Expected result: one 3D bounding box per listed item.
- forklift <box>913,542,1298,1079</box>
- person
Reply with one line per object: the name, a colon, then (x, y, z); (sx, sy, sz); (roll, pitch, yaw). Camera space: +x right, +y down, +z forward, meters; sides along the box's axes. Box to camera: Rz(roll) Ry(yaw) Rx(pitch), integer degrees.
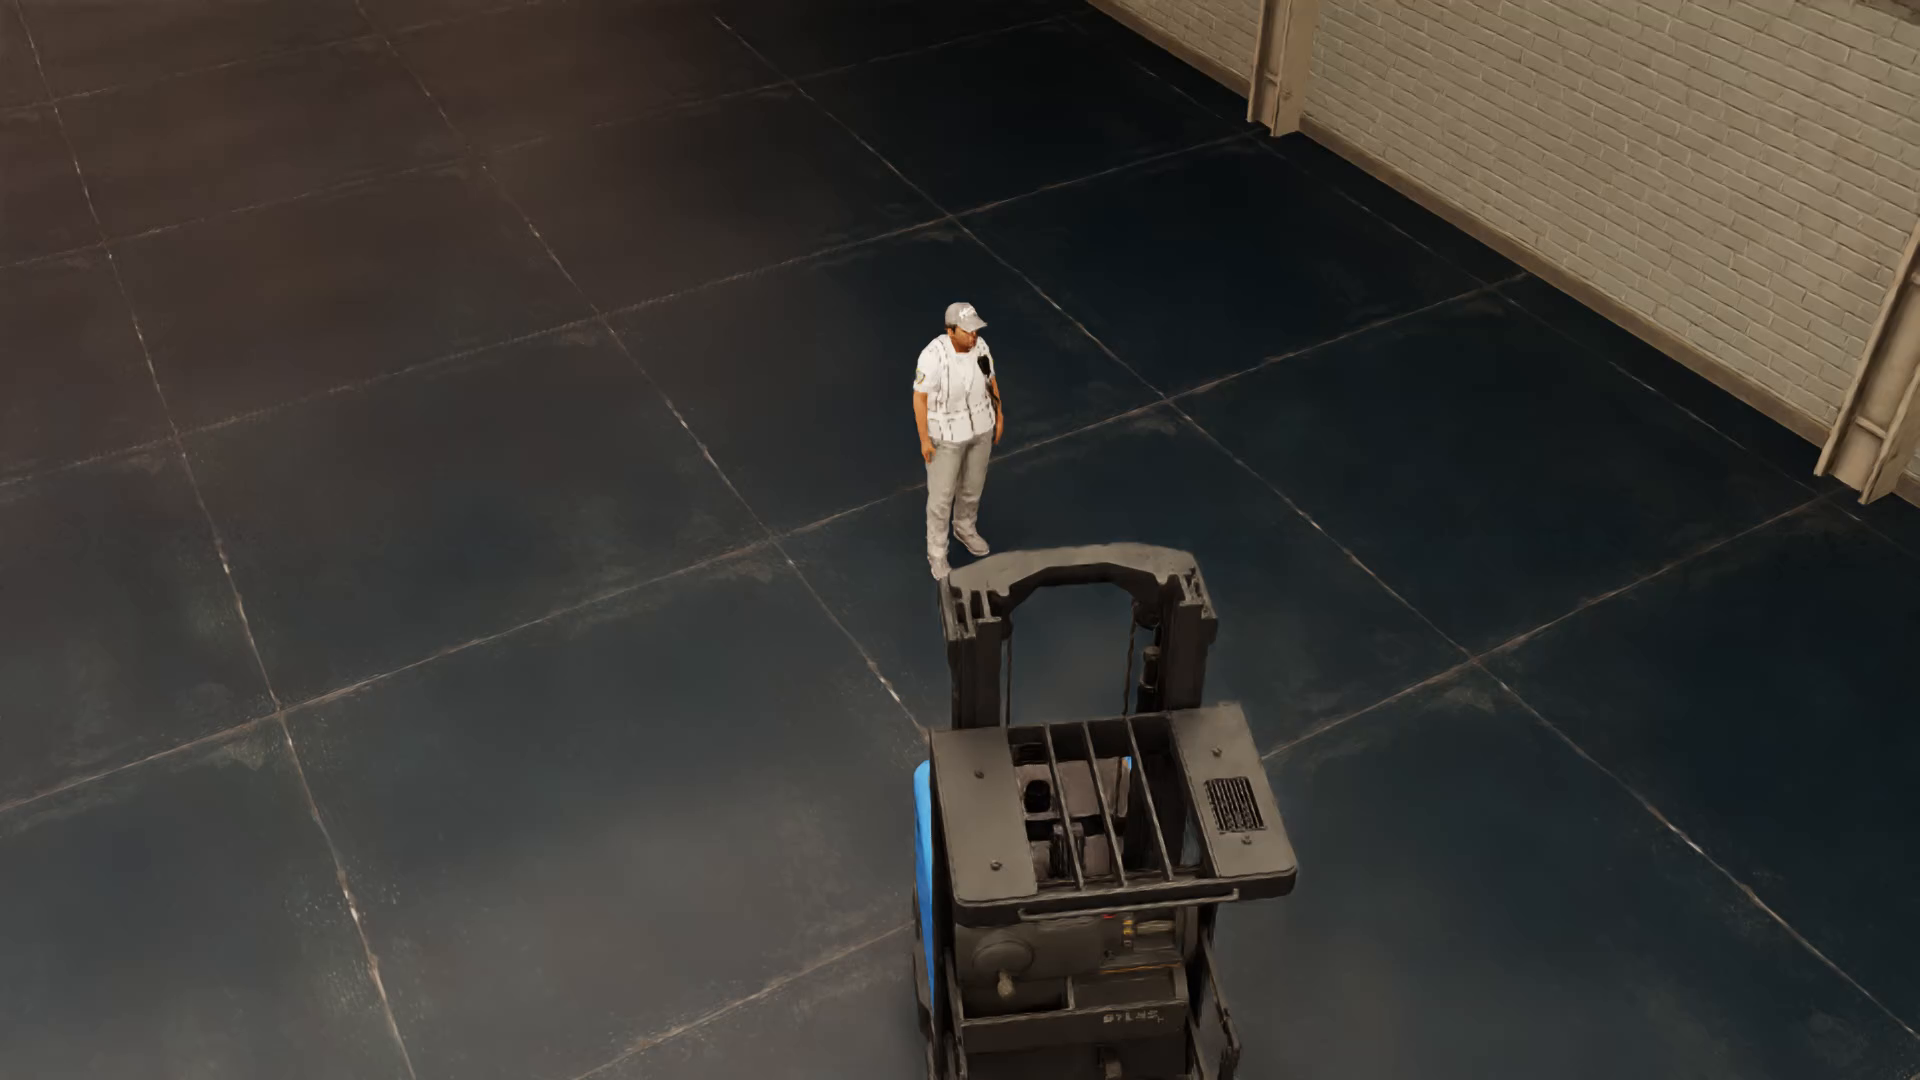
forklift: (0.470, 1.578, 6.133); (1.130, 2.935, 3.031); (-4, 40, -5)
person: (0.019, -0.597, 9.736); (0.598, 1.669, 0.529); (-20, 44, -23)
